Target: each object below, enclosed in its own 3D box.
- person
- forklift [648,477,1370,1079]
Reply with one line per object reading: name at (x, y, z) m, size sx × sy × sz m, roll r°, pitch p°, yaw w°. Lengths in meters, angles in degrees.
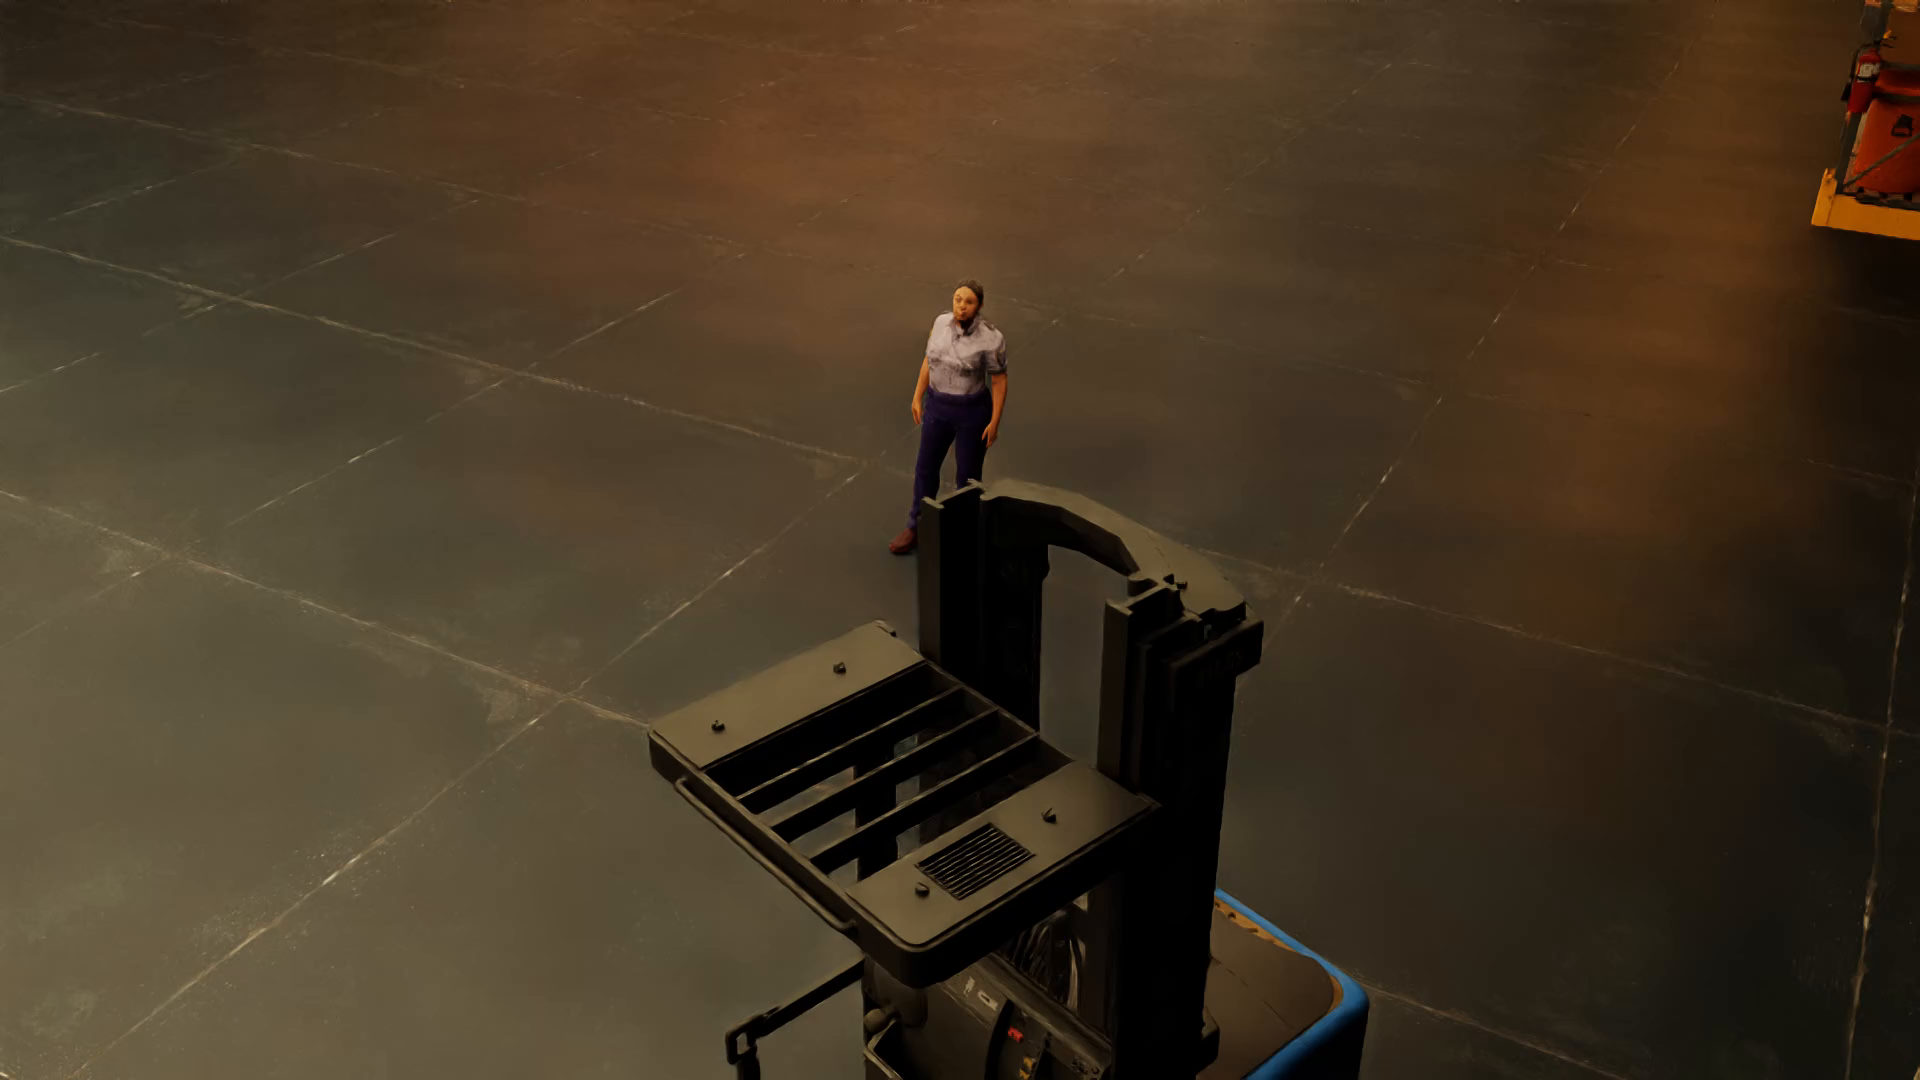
person at (-0.063, -0.686, 9.529) m, size 0.599 × 1.650 × 0.502 m, roll 15°, pitch 33°, yaw 25°
forklift at (-0.106, 1.412, 4.624) m, size 3.031 × 2.935 × 1.130 m, roll -24°, pitch 37°, yaw -35°
